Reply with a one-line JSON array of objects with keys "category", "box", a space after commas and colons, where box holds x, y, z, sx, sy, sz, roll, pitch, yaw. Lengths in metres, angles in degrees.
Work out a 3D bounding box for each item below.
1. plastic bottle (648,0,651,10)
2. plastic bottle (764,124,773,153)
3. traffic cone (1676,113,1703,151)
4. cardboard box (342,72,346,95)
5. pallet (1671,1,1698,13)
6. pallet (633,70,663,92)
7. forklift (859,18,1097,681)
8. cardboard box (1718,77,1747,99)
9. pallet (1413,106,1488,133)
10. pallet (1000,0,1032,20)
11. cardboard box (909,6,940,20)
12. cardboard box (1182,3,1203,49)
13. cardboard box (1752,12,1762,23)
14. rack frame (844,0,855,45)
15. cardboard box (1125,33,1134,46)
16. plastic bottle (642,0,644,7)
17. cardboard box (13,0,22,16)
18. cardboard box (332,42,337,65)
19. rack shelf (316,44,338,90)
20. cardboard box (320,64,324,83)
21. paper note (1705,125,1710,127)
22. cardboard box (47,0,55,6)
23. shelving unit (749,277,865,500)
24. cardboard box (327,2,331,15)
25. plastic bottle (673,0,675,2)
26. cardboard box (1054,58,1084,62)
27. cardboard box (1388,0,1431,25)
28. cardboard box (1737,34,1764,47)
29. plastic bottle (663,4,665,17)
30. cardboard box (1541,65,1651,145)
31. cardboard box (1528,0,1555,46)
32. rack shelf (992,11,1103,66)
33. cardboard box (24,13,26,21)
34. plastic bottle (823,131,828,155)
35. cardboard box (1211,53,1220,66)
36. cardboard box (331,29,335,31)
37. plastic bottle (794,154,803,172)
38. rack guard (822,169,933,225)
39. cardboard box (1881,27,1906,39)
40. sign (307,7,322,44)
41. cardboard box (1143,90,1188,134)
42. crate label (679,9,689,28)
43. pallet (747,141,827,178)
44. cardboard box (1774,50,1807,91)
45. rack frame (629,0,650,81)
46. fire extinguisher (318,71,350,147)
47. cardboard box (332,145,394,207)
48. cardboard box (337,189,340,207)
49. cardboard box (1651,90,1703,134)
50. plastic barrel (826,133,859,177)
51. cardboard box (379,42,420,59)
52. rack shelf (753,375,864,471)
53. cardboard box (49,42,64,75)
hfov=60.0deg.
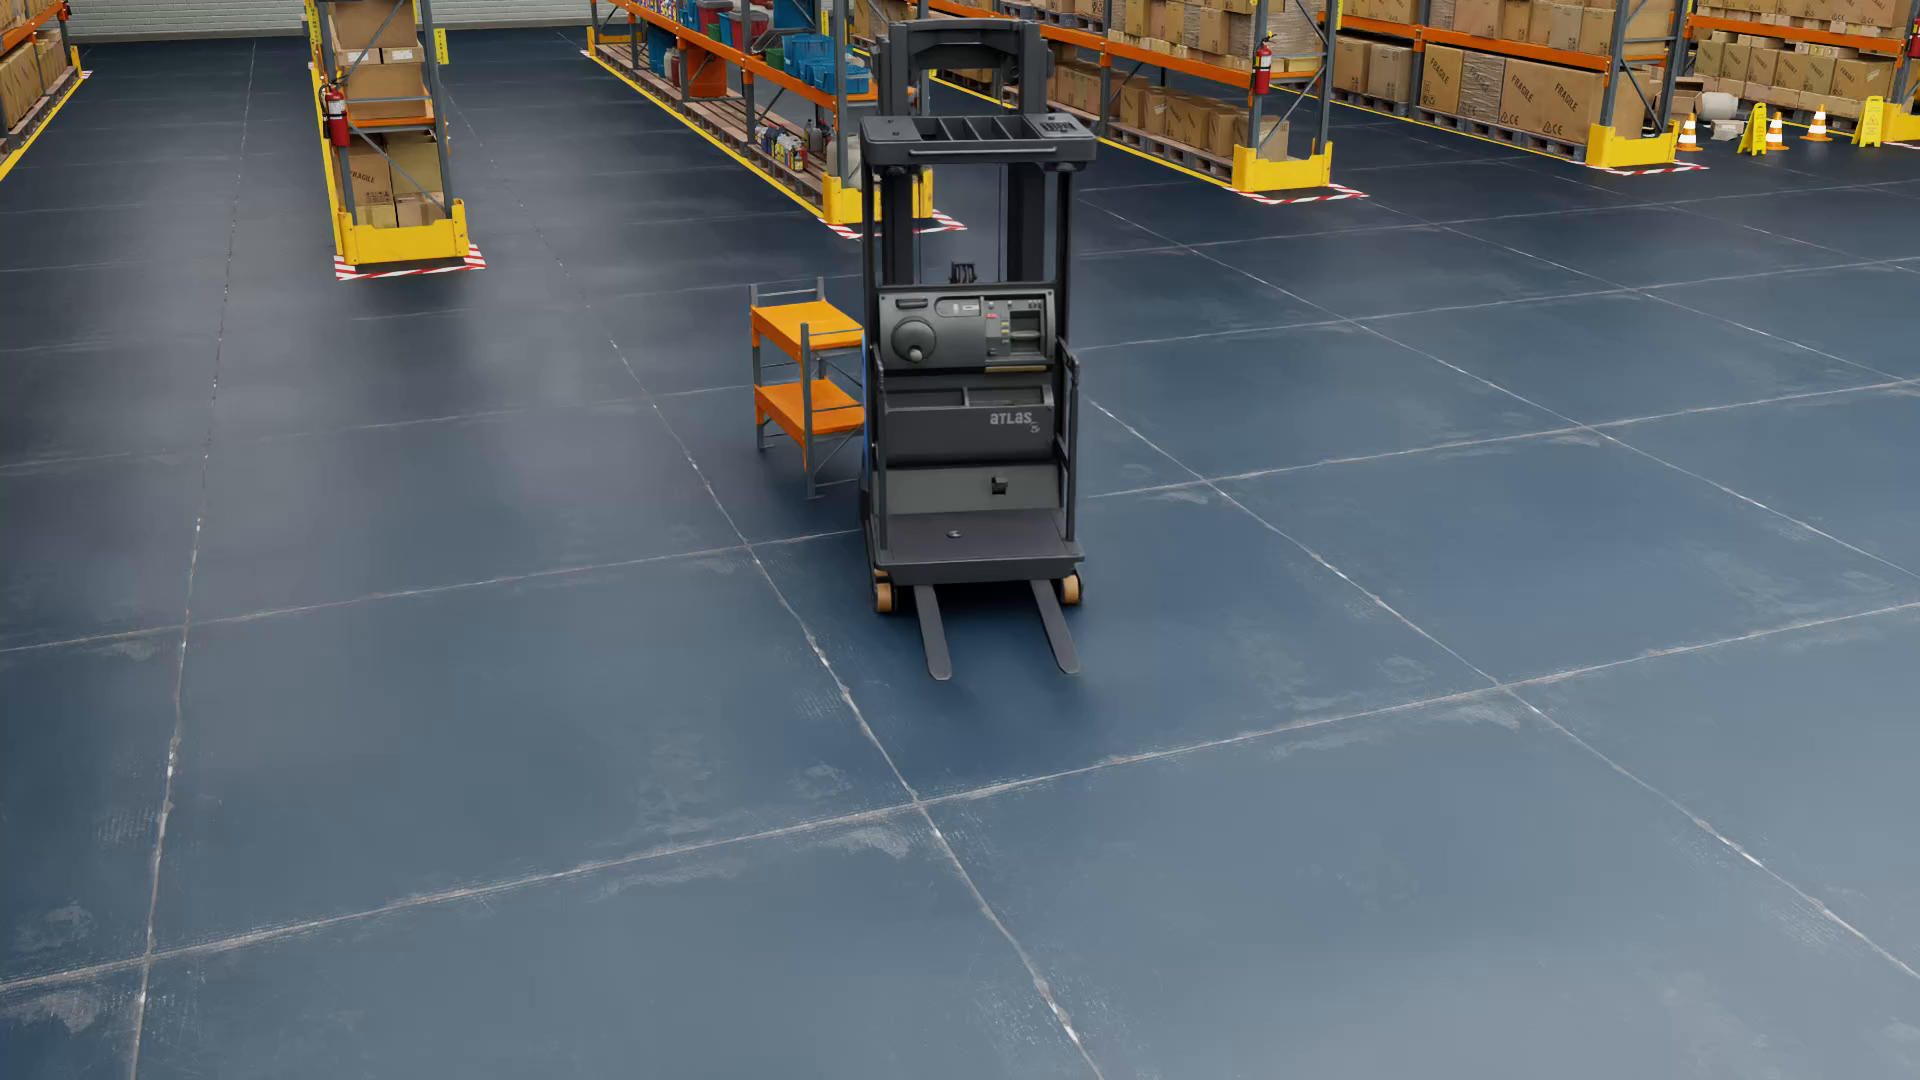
[{"category": "plastic bottle", "box": [-4.839, -8.521, 26.265, 0.152, 0.276, 0.135, -8, 24, -19]}, {"category": "plastic bottle", "box": [-2.332, -4.945, 20.464, 0.144, 0.351, 0.185, -8, 24, -18]}, {"category": "traffic cone", "box": [9.635, -5.401, 21.970, 0.336, 0.463, 0.334, -8, 24, -19]}, {"category": "cardboard box", "box": [-5.964, -4.770, 17.076, 0.700, 0.500, 0.500, -8, 24, -19]}, {"category": "pallet", "box": [11.542, -8.561, 26.447, 1.003, 0.211, 1.213, -8, 24, -19]}, {"category": "pallet", "box": [-4.821, -7.648, 27.625, 1.003, 0.211, 1.213, -8, 24, -19]}, {"category": "forklift", "box": [0.063, -1.100, 8.587, 1.130, 2.935, 3.031, -2, 23, -5]}, {"category": "cardboard box", "box": [11.831, -6.835, 25.103, 0.500, 0.250, 0.500, -7, 24, -16]}, {"category": "pallet", "box": [7.276, -6.064, 23.866, 1.003, 0.211, 1.213, -8, 24, -19]}, {"category": "pallet", "box": [1.343, -8.113, 25.384, 1.213, 0.211, 1.003, -8, 24, -19]}, {"category": "cardboard box", "box": [-0.177, -8.884, 29.160, 1.225, 0.875, 0.875, -8, 24, -19]}, {"category": "cardboard box", "box": [3.224, -6.278, 20.272, 0.875, 0.500, 0.500, -8, 24, -19]}, {"category": "cardboard box", "box": [11.925, -7.714, 24.512, 0.380, 0.149, 0.250, -8, 24, -19]}, {"category": "rack frame", "box": [-1.834, -11.352, 32.823, 1.000, 3.000, 0.127, -8, 24, -19]}, {"category": "cardboard box", "box": [2.390, -6.577, 21.817, 0.380, 0.149, 0.250, -8, 24, -19]}, {"category": "plastic bottle", "box": [-5.069, -8.693, 26.769, 0.097, 0.201, 0.097, 0, 23, 0]}, {"category": "cardboard box", "box": [-13.735, -7.735, 23.703, 0.500, 0.500, 0.500, -8, 24, -19]}, {"category": "cardboard box", "box": [-7.347, -5.867, 19.980, 0.396, 0.266, 0.258, -9, 24, -20]}, {"category": "rack shelf", "box": [-7.571, -6.030, 21.120, 1.077, 0.370, 4.000, -8, 24, -19]}, {"category": "cardboard box", "box": [-9.201, -6.824, 24.731, 0.500, 0.500, 0.500, -9, 25, -21]}, {"category": "paper note", "box": [10.733, -5.925, 23.782, 0.148, 0.019, 0.142, 0, 23, -1]}, {"category": "cardboard box", "box": [-15.279, -9.005, 26.867, 0.980, 0.700, 0.700, -9, 24, -19]}, {"category": "shelving unit", "box": [-0.927, -0.994, 10.661, 0.538, 1.125, 1.048, -10, 25, -22]}, {"category": "cardboard box", "box": [-8.605, -7.541, 23.110, 0.700, 0.500, 0.500, -18, 29, -36]}, {"category": "plastic bottle", "box": [-4.723, -9.005, 27.509, 0.097, 0.201, 0.097, 0, 23, 0]}, {"category": "cardboard box", "box": [1.455, -7.056, 25.281, 0.700, 0.500, 0.500, -10, 25, -23]}, {"category": "cardboard box", "box": [6.646, -7.835, 24.349, 0.500, 0.500, 0.500, -8, 24, -19]}, {"category": "cardboard box", "box": [11.803, -7.431, 24.718, 0.380, 0.149, 0.250, -7, 24, -17]}, {"category": "plastic bottle", "box": [-4.461, -8.068, 25.286, 0.097, 0.201, 0.097, 0, 23, 0]}, {"category": "cardboard box", "box": [8.192, -5.634, 21.451, 0.875, 0.875, 0.875, -8, 24, -19]}, {"category": "cardboard box", "box": [8.025, -6.798, 21.824, 0.875, 0.550, 0.550, -8, 24, -19]}, {"category": "rack shelf", "box": [1.698, -7.387, 24.342, 1.077, 0.370, 4.000, -8, 24, -19]}, {"category": "cardboard box", "box": [-13.939, -7.670, 24.383, 0.380, 0.149, 0.250, -8, 24, -18]}, {"category": "plastic bottle", "box": [-1.637, -4.859, 20.347, 0.061, 0.283, 0.133, -8, 24, -19]}, {"category": "cardboard box", "box": [3.226, -5.766, 19.892, 0.380, 0.149, 0.250, -8, 24, -19]}, {"category": "cardboard box", "box": [-6.400, -5.293, 17.482, 0.380, 0.149, 0.250, -9, 24, -19]}, {"category": "plastic bottle", "box": [-1.875, -4.380, 19.316, 0.097, 0.201, 0.097, 0, 23, 0]}, {"category": "rack guard", "box": [-0.887, -3.729, 17.953, 1.175, 0.500, 0.348, -8, 24, -19]}, {"category": "cardboard box", "box": [12.757, -6.889, 22.557, 0.380, 0.149, 0.250, -8, 24, -17]}, {"category": "sign", "box": [-5.964, -4.754, 15.372, 0.100, 0.325, 0.005, -8, 24, -19]}, {"category": "cardboard box", "box": [2.718, -5.676, 22.033, 0.500, 0.500, 0.500, -1, 23, -2]}, {"category": "crate label", "box": [-3.844, -7.484, 23.861, 0.303, 0.233, 0.416, -8, 24, -19]}, {"category": "pallet", "box": [-2.031, -4.778, 20.814, 1.003, 0.211, 1.213, -8, 24, -19]}, {"category": "cardboard box", "box": [12.203, -6.799, 24.054, 0.500, 0.500, 0.500, -9, 24, -20]}, {"category": "rack frame", "box": [-5.055, -9.220, 27.762, 1.000, 3.000, 0.127, -8, 24, -19]}, {"category": "fire extinguisher", "box": [-5.844, -4.039, 15.570, 0.296, 0.674, 0.183, -8, 24, -19]}, {"category": "cardboard box", "box": [-5.919, -3.607, 16.480, 0.500, 0.500, 0.500, -8, 24, -19]}, {"category": "cardboard box", "box": [-6.105, -3.442, 17.054, 0.500, 0.250, 0.500, -8, 24, -19]}, {"category": "cardboard box", "box": [10.100, -6.039, 23.430, 0.637, 0.503, 0.797, 12, 26, 27]}, {"category": "plastic barrel", "box": [-1.297, -4.317, 18.793, 0.421, 0.512, 0.421, 0, 23, 0]}, {"category": "cardboard box", "box": [-5.484, -4.794, 16.298, 0.380, 0.149, 0.250, -9, 24, -20]}, {"category": "rack shelf", "box": [-0.927, -0.769, 10.756, 0.538, 0.278, 1.000, -10, 25, -22]}, {"category": "cardboard box", "box": [-15.219, -7.933, 27.387, 0.700, 0.500, 0.500, -8, 24, -19]}]
